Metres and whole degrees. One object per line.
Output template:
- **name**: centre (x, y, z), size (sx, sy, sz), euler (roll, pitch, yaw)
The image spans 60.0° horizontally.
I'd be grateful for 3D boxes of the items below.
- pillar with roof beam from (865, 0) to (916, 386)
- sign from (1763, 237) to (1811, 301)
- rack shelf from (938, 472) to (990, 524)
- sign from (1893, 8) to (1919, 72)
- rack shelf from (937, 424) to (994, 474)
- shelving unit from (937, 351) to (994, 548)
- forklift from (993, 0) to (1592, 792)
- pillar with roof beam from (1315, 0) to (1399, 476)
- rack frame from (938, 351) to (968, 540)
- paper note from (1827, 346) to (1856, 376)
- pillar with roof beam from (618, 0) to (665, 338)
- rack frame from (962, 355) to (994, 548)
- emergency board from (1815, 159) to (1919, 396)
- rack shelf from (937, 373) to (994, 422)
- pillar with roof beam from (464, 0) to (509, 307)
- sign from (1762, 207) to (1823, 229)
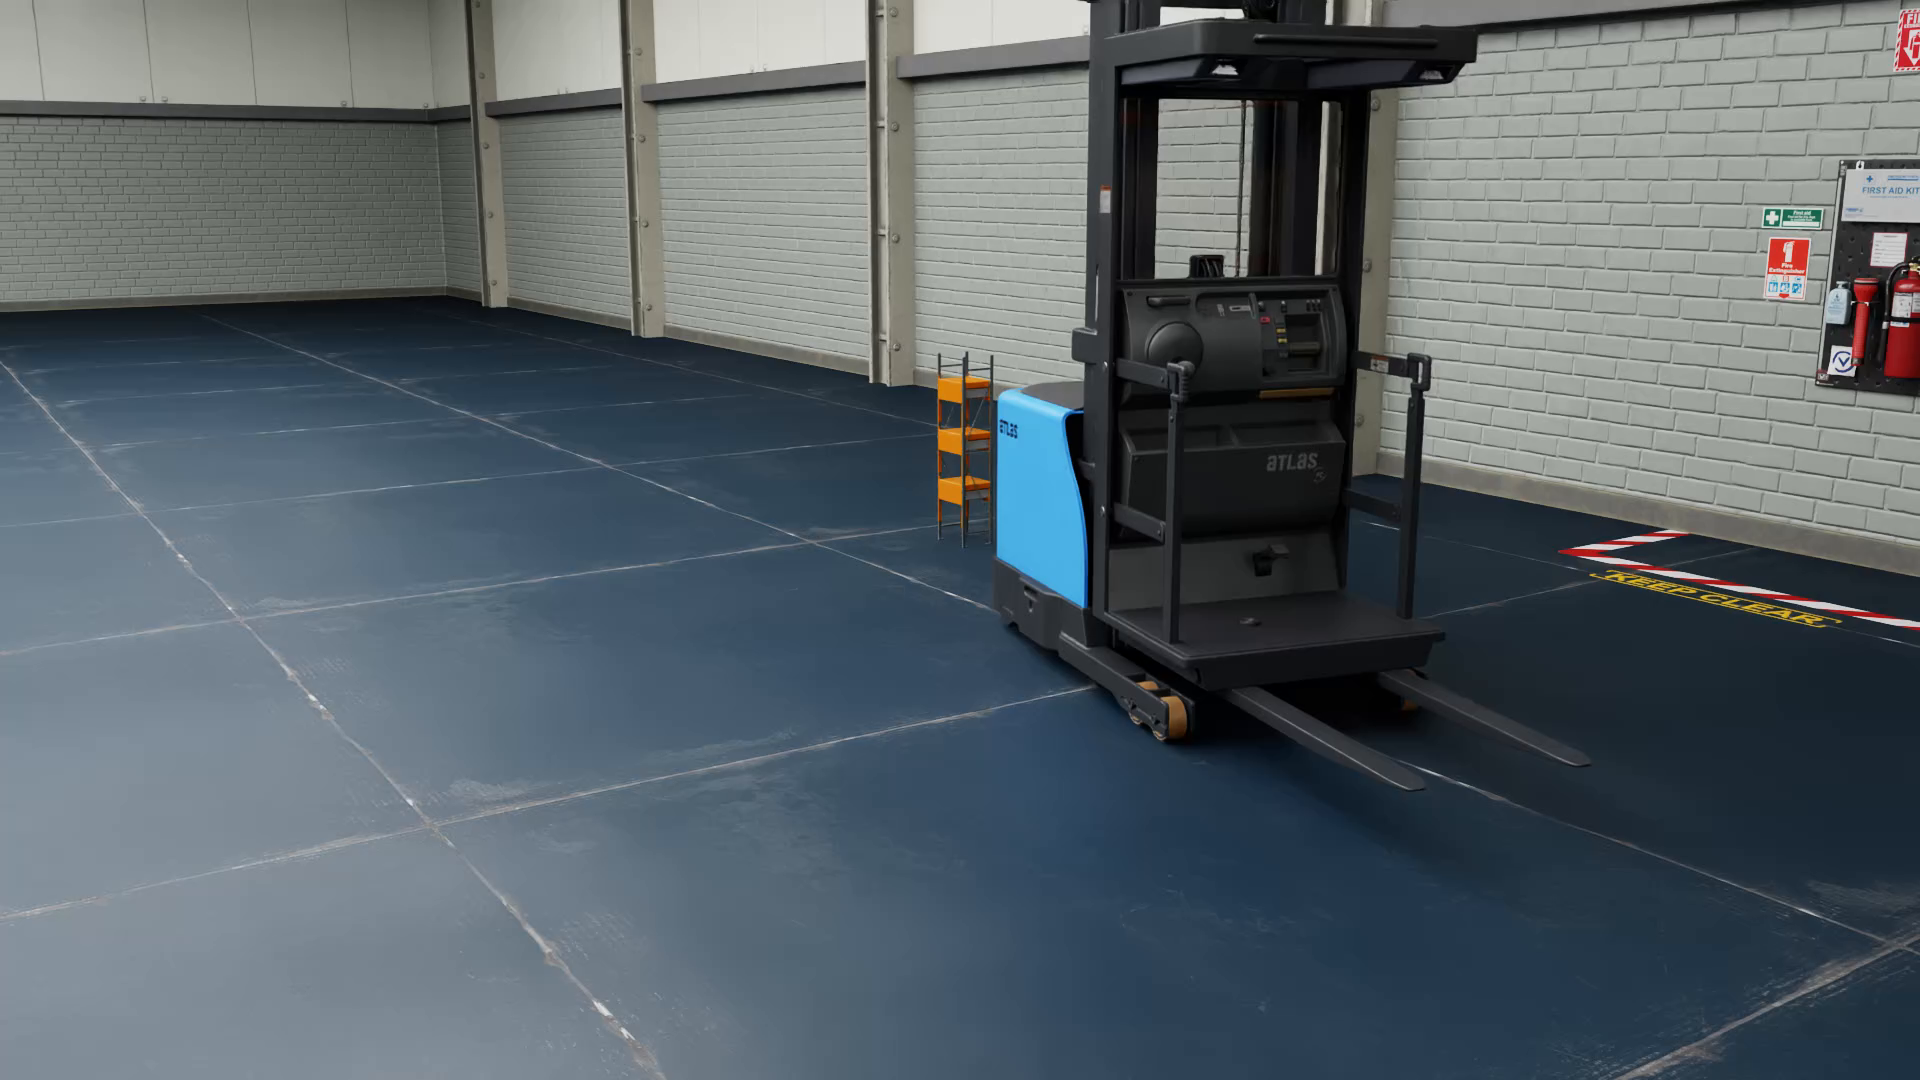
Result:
- **pillar with roof beam**: centre (-4.250, -5.436, 13.154), size (9.100, 9.000, 0.400), euler (-8, 15, -33)
- **sign**: centre (4.425, -1.452, 8.898), size (0.001, 0.329, 0.234), euler (-8, 15, -33)
- **rack shelf**: centre (0.030, -0.222, 9.268), size (0.215, 0.259, 0.240), euler (-8, 15, -33)
- **sign**: centre (4.724, -2.470, 8.210), size (0.001, 0.298, 0.199), euler (-8, 15, -33)
- **rack shelf**: centre (0.030, -0.493, 9.208), size (0.215, 0.259, 0.240), euler (-8, 15, -33)
- **shelving unit**: centre (0.030, -0.503, 9.206), size (0.215, 1.050, 0.252), euler (-8, 15, -33)
- **forklift**: centre (1.131, -0.801, 6.162), size (1.130, 2.935, 3.031), euler (-4, 13, -19)
- **pillar with roof beam**: centre (-0.925, -4.369, 8.275), size (9.100, 9.000, 0.400), euler (-8, 15, -33)
- **rack frame**: centre (-0.038, -0.525, 9.305), size (0.200, 1.050, 0.008), euler (-8, 15, -33)
- **paper note**: centre (4.605, -0.934, 8.672), size (0.016, 0.148, 0.142), euler (-8, 15, -33)
- **pillar with roof beam**: centre (-7.574, -6.503, 18.034), size (9.100, 9.000, 0.400), euler (-8, 15, -33)
- **rack frame**: centre (0.097, -0.482, 9.107), size (0.200, 1.050, 0.008), euler (-8, 15, -33)
- **emergency board**: centre (4.645, -1.324, 8.397), size (0.194, 1.169, 0.643), euler (-8, 15, -33)
- **rack shelf**: centre (0.030, -0.770, 9.148), size (0.215, 0.259, 0.240), euler (-8, 15, -33)
- **pillar with roof beam**: centre (-10.898, -7.570, 22.914), size (9.100, 9.000, 0.400), euler (-8, 15, -33)
- **sign**: centre (4.420, -1.709, 8.833), size (0.001, 0.109, 0.331), euler (-8, 15, -33)
